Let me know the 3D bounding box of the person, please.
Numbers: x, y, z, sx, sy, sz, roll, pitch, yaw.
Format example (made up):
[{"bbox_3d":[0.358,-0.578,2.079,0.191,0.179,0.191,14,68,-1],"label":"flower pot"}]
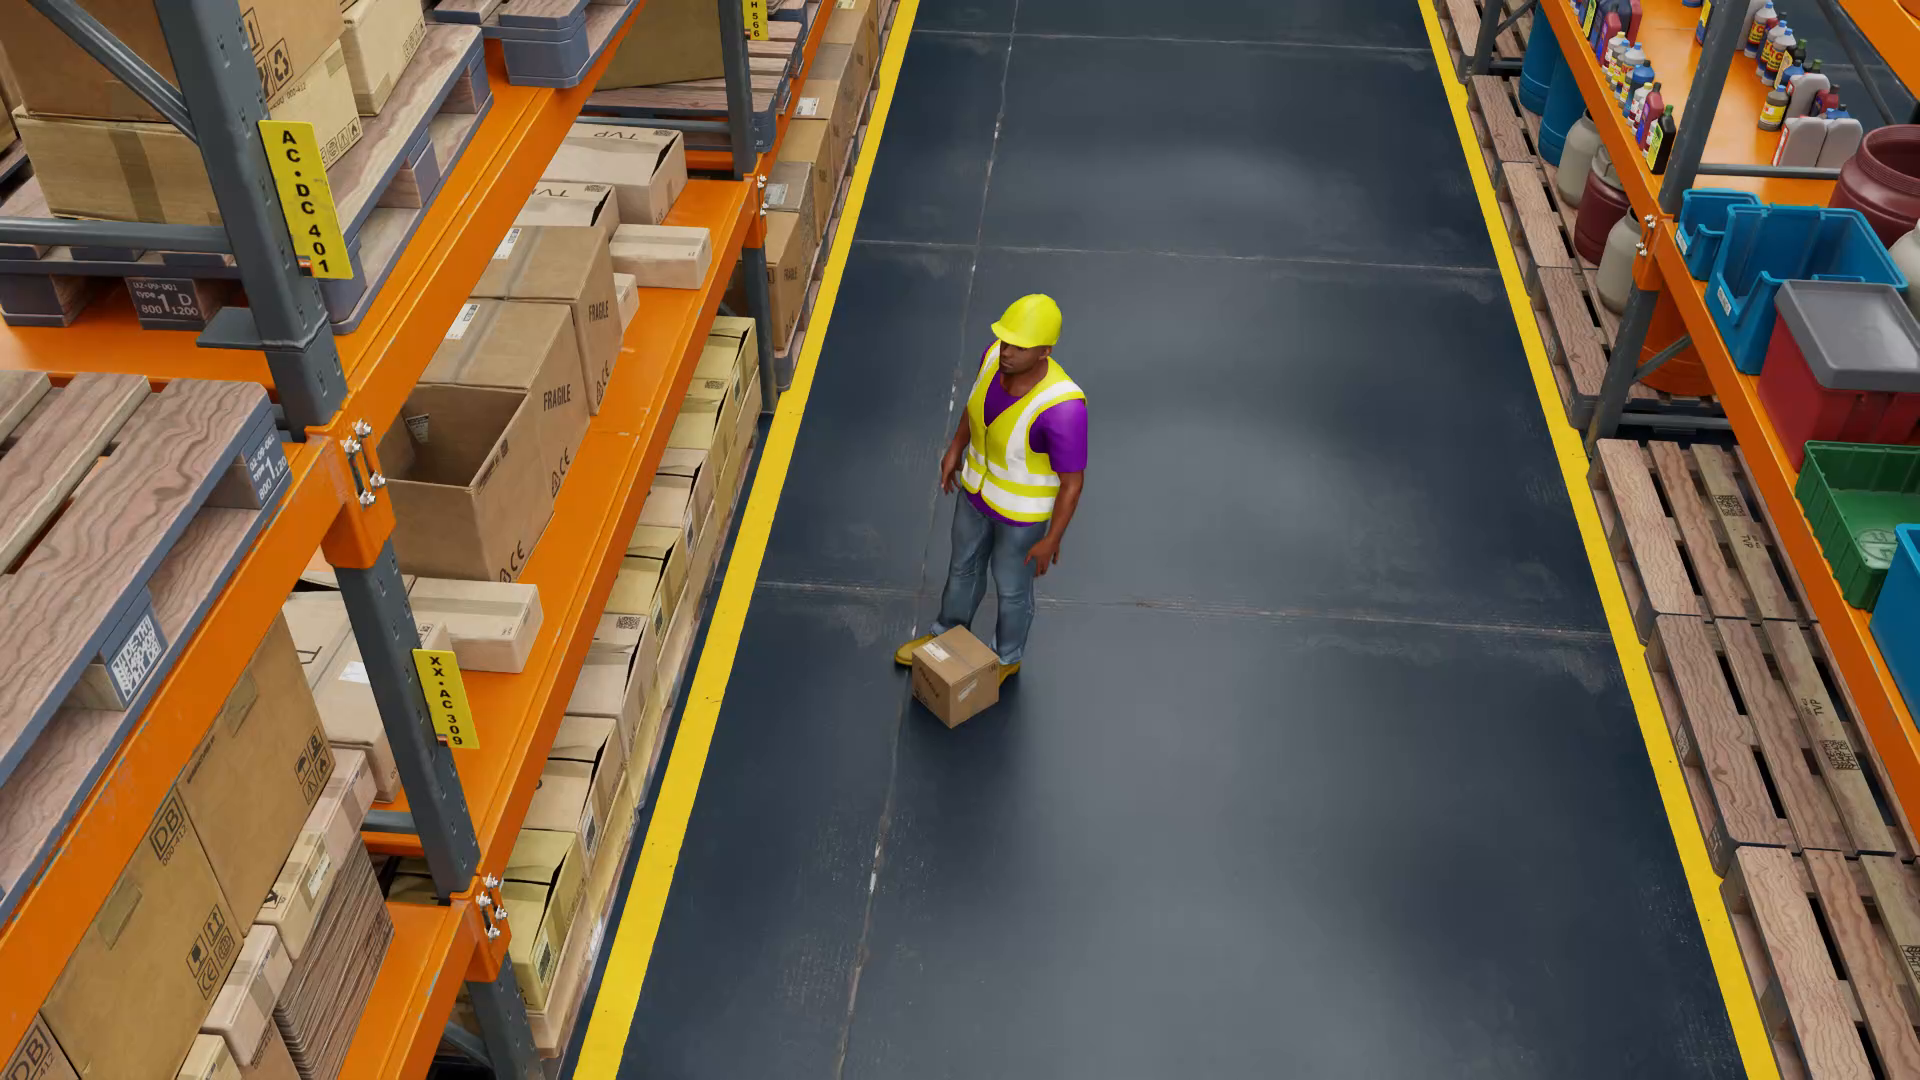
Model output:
[{"bbox_3d":[0.123,-0.136,6.285,0.575,1.767,0.665,-26,46,-28],"label":"person"}]
